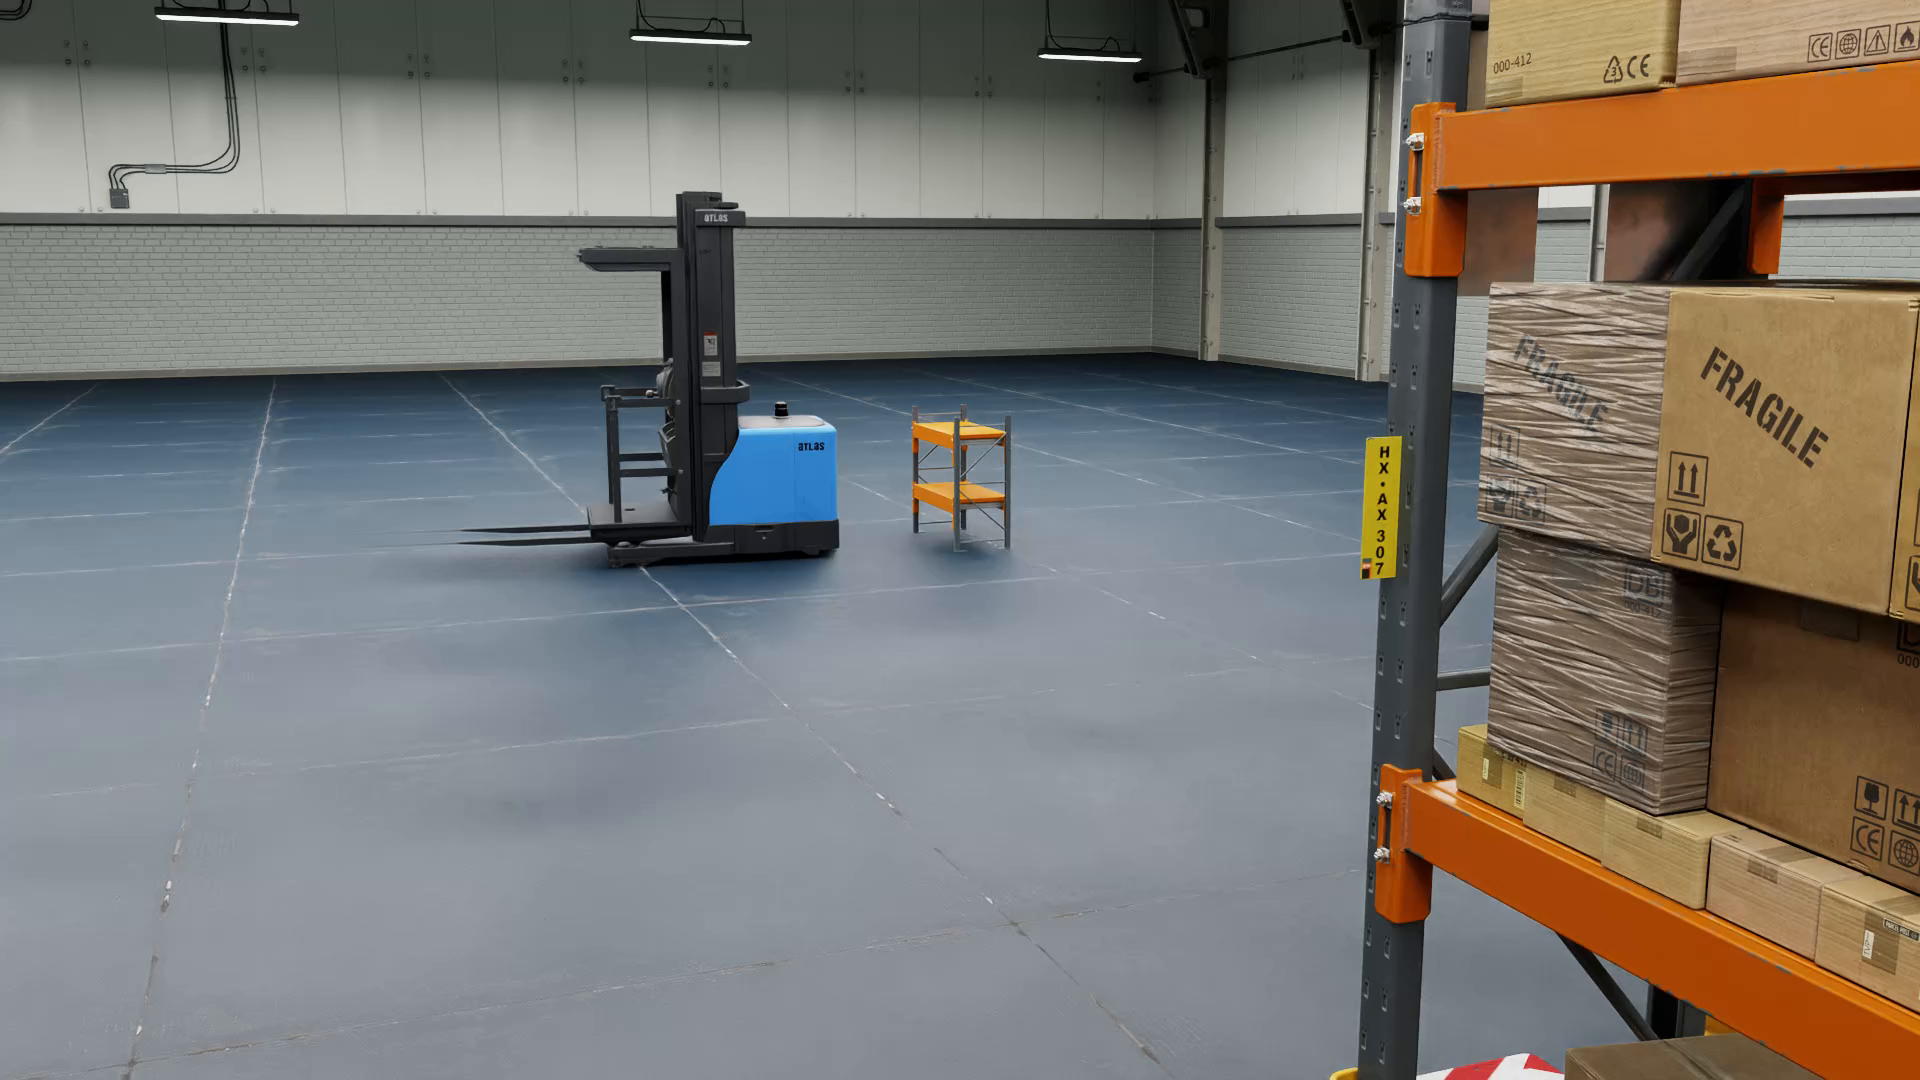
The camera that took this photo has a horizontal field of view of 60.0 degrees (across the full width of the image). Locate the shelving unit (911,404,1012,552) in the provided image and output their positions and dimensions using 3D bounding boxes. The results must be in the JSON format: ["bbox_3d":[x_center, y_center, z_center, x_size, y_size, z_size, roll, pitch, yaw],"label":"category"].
[{"bbox_3d":[0.002,-0.553,14.315,0.538,1.125,1.048,-4,11,-21],"label":"shelving unit"}]

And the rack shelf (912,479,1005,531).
[{"bbox_3d":[0.002,-0.312,14.358,0.538,0.278,1.000,-4,11,-21],"label":"rack shelf"}]

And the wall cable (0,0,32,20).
[{"bbox_3d":[-18.281,-10.546,29.471,3.097,2.526,0.112,-4,11,-21],"label":"wall cable"}]

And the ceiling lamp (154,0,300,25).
[{"bbox_3d":[-11.137,-9.430,25.069,2.000,3.185,0.800,-4,11,-21],"label":"ceiling lamp"}]

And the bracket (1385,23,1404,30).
[{"bbox_3d":[8.435,-8.697,27.341,0.076,0.066,4.783,-4,11,-21],"label":"bracket"}]

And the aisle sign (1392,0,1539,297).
[{"bbox_3d":[1.167,-0.952,3.784,0.394,0.787,0.004,-4,11,-21],"label":"aisle sign"}]

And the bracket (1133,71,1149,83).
[{"bbox_3d":[4.167,-10.619,38.147,0.235,0.232,0.430,-4,11,-21],"label":"bracket"}]

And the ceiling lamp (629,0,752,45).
[{"bbox_3d":[-4.557,-9.878,27.588,2.000,3.185,0.800,-4,11,-21],"label":"ceiling lamp"}]

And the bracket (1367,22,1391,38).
[{"bbox_3d":[7.501,-9.118,29.705,0.235,0.232,0.430,-4,11,-21],"label":"bracket"}]

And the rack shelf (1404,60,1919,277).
[{"bbox_3d":[2.194,-0.477,2.027,1.077,0.370,4.000,-4,11,-21],"label":"rack shelf"}]

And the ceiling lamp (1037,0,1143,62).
[{"bbox_3d":[2.284,-10.343,30.206,2.000,3.185,0.800,-4,11,-21],"label":"ceiling lamp"}]

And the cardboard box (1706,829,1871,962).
[{"bbox_3d":[1.609,0.628,3.044,0.380,0.149,0.250,-4,11,-21],"label":"cardboard box"}]

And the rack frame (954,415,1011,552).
[{"bbox_3d":[0.187,-0.470,13.849,0.500,1.125,0.032,-4,11,-21],"label":"rack frame"}]

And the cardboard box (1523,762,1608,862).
[{"bbox_3d":[1.423,0.546,3.501,0.380,0.149,0.250,-4,11,-21],"label":"cardboard box"}]

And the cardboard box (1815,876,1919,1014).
[{"bbox_3d":[1.693,0.669,2.812,0.380,0.149,0.250,-4,11,-21],"label":"cardboard box"}]

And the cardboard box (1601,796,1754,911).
[{"bbox_3d":[1.499,0.588,3.266,0.380,0.149,0.250,-4,11,-21],"label":"cardboard box"}]

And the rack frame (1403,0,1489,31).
[{"bbox_3d":[1.469,-2.635,3.536,1.000,3.000,0.127,-4,11,-21],"label":"rack frame"}]

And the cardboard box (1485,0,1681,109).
[{"bbox_3d":[1.403,-0.989,3.278,0.500,0.250,0.500,-4,11,-19],"label":"cardboard box"}]

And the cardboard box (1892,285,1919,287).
[{"bbox_3d":[2.085,-0.214,3.066,0.500,0.500,0.500,-4,11,-21],"label":"cardboard box"}]

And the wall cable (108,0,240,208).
[{"bbox_3d":[-14.833,-9.255,31.045,2.305,6.003,0.169,-4,11,-21],"label":"wall cable"}]

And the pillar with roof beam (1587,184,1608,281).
[{"bbox_3d":[5.844,-6.183,23.486,9.100,9.000,0.548,-4,11,-21],"label":"pillar with roof beam"}]

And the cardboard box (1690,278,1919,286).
[{"bbox_3d":[1.898,-0.295,3.523,0.500,0.500,0.500,-4,11,-21],"label":"cardboard box"}]

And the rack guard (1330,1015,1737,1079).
[{"bbox_3d":[1.496,1.562,4.211,1.175,0.500,0.348,-4,11,-21],"label":"rack guard"}]

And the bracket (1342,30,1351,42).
[{"bbox_3d":[7.200,-9.253,30.466,0.235,0.232,0.430,-4,11,-21],"label":"bracket"}]

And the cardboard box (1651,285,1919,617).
[{"bbox_3d":[1.589,-0.180,2.876,0.500,0.500,0.500,-4,11,-21],"label":"cardboard box"}]

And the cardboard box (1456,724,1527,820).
[{"bbox_3d":[1.350,0.504,3.737,0.380,0.149,0.250,-4,11,-21],"label":"cardboard box"}]

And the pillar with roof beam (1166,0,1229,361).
[{"bbox_3d":[1.495,-8.142,34.497,9.100,9.000,0.548,-4,11,-21],"label":"pillar with roof beam"}]

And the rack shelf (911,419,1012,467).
[{"bbox_3d":[0.002,-0.841,14.264,0.538,0.278,1.000,-4,11,-21],"label":"rack shelf"}]

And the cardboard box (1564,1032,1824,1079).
[{"bbox_3d":[1.680,1.446,3.665,0.500,0.500,0.500,-2,10,-10],"label":"cardboard box"}]

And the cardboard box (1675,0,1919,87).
[{"bbox_3d":[1.595,-0.905,2.807,0.500,0.250,0.500,-4,11,-22],"label":"cardboard box"}]

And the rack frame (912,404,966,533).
[{"bbox_3d":[-0.182,-0.636,14.782,0.500,1.125,0.032,-4,11,-21],"label":"rack frame"}]

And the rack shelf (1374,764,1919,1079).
[{"bbox_3d":[2.194,1.000,2.290,1.077,0.370,4.000,-4,11,-21],"label":"rack shelf"}]

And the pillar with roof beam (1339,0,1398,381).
[{"bbox_3d":[3.669,-7.163,28.992,9.100,9.000,0.548,-4,11,-21],"label":"pillar with roof beam"}]

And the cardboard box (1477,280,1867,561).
[{"bbox_3d":[1.414,-0.262,3.338,0.500,0.500,0.500,-4,11,-21],"label":"cardboard box"}]

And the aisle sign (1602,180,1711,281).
[{"bbox_3d":[1.726,-0.990,3.998,0.394,0.787,0.004,-4,11,-21],"label":"aisle sign"}]

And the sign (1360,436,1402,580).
[{"bbox_3d":[0.963,-0.073,3.792,0.100,0.325,0.005,-4,11,-21],"label":"sign"}]

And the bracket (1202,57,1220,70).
[{"bbox_3d":[5.327,-10.097,35.211,0.235,0.232,0.430,-4,11,-21],"label":"bracket"}]

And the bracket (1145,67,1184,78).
[{"bbox_3d":[4.381,-10.523,37.605,0.076,0.066,3.189,-4,11,-21],"label":"bracket"}]

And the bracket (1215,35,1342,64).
[{"bbox_3d":[6.261,-9.676,32.846,0.076,0.066,4.783,-4,11,-21],"label":"bracket"}]

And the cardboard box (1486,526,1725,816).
[{"bbox_3d":[1.643,0.215,3.513,0.875,0.500,0.500,-4,11,-21],"label":"cardboard box"}]

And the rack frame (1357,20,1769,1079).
[{"bbox_3d":[1.469,0.319,4.062,1.000,3.000,0.127,-4,11,-21],"label":"rack frame"}]

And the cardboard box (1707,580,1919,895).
[{"bbox_3d":[1.936,0.289,3.097,0.875,0.500,0.500,-4,11,-21],"label":"cardboard box"}]

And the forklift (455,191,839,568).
[{"bbox_3d":[-2.567,-1.324,13.492,3.031,2.935,1.130,-3,10,-14],"label":"forklift"}]

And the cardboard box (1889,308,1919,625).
[{"bbox_3d":[1.771,-0.098,2.418,0.500,0.500,0.500,-4,11,-21],"label":"cardboard box"}]

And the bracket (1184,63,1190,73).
[{"bbox_3d":[5.026,-10.233,35.972,0.235,0.232,0.430,-4,11,-21],"label":"bracket"}]
